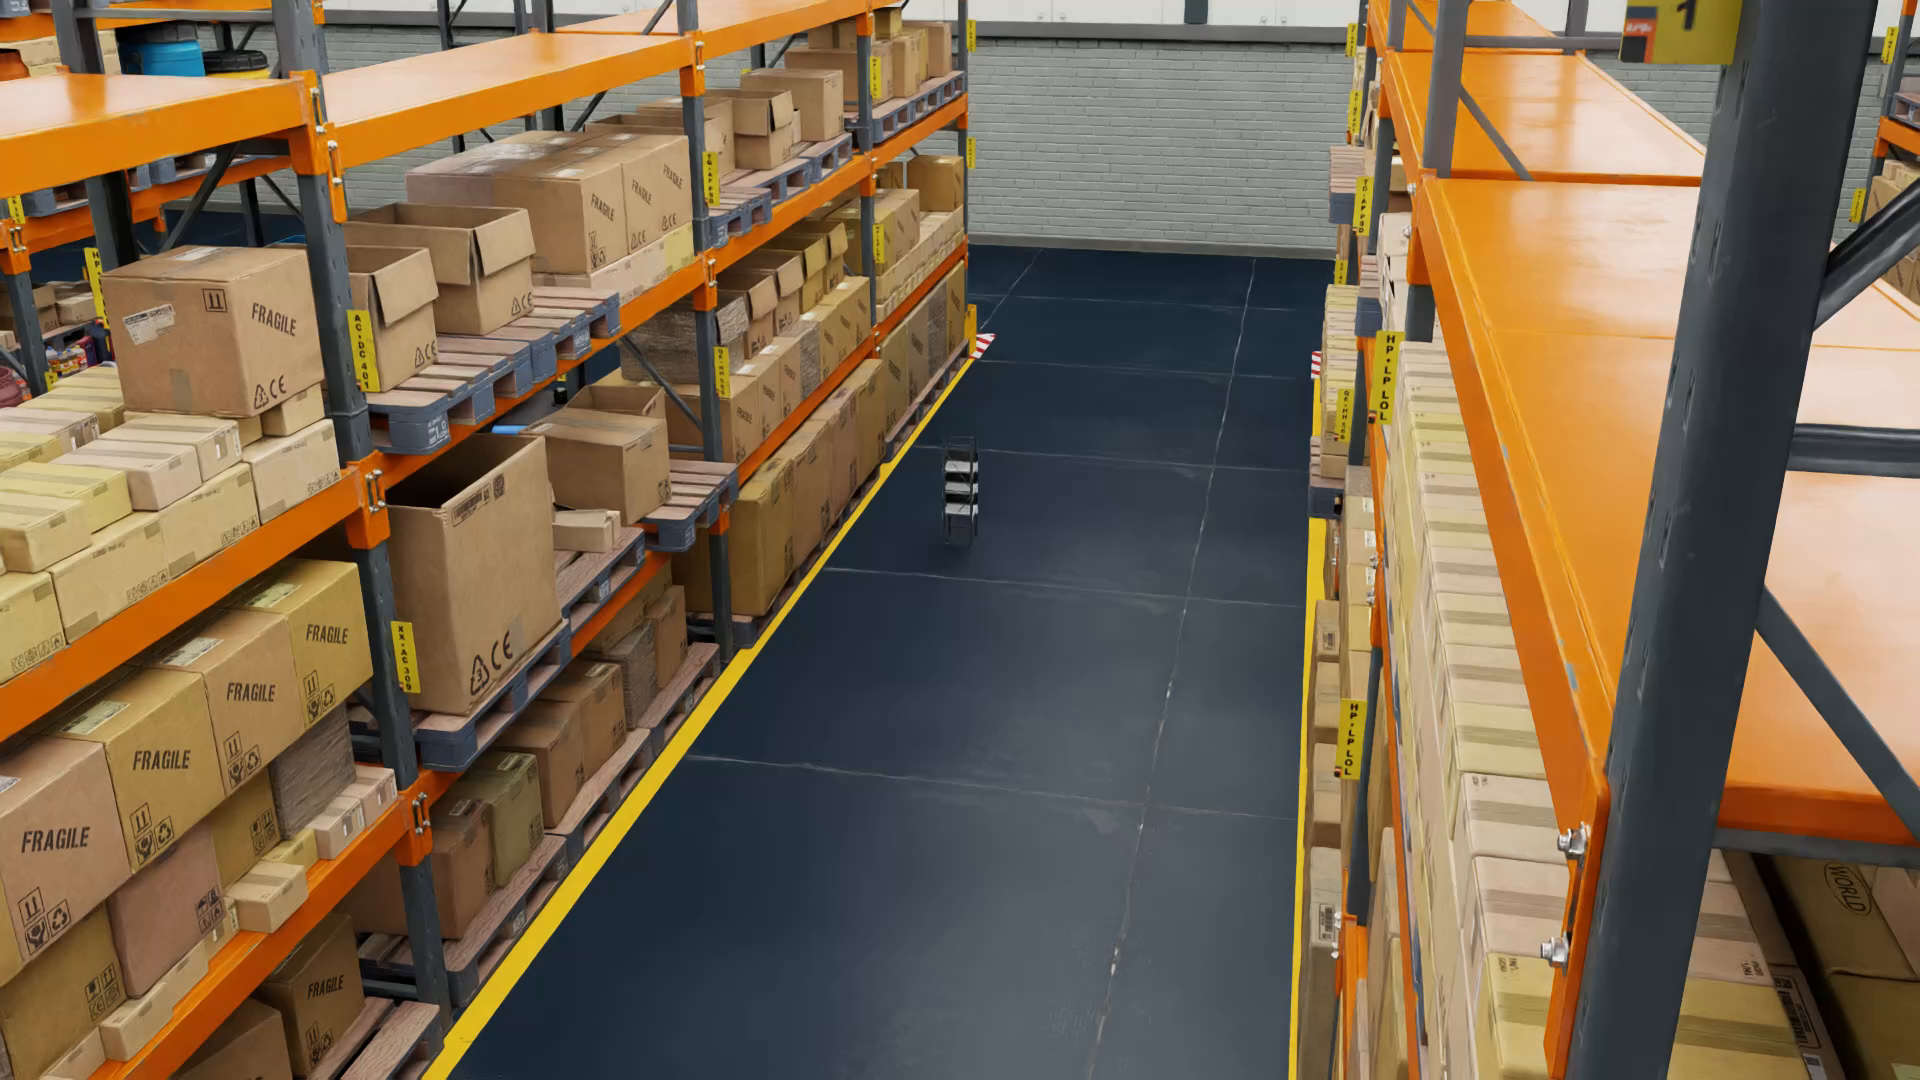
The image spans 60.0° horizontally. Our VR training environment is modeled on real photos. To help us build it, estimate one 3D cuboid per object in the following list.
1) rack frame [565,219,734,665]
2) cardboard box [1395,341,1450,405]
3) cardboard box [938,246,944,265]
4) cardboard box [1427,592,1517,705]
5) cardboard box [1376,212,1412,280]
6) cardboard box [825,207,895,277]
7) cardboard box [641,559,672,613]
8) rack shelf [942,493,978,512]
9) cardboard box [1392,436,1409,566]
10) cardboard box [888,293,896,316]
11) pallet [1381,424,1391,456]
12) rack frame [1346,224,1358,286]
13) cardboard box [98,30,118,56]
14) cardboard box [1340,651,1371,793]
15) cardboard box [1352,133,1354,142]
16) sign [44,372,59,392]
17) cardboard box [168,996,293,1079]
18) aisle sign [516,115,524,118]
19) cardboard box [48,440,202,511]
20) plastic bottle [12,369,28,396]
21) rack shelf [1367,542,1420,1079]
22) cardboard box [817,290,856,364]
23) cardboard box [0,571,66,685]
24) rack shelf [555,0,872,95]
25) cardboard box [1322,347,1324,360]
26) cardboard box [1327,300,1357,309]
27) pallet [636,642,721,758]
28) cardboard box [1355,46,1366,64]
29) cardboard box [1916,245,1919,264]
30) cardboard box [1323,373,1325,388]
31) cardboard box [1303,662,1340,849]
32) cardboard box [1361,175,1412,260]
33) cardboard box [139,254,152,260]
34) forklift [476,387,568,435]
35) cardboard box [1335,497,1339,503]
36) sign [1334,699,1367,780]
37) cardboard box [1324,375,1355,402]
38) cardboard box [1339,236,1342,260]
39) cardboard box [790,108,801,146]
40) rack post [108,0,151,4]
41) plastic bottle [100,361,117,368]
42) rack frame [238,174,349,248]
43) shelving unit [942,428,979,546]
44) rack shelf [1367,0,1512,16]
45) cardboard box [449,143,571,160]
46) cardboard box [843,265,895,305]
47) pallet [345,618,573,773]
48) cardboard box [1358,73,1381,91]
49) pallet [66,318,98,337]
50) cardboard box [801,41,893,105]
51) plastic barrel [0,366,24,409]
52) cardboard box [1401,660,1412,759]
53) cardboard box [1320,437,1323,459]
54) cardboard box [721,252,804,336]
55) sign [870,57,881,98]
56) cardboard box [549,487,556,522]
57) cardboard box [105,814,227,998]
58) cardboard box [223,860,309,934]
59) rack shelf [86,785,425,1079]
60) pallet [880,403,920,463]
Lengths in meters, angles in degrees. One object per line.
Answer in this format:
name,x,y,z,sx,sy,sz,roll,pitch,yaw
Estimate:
rack frame,-2.048,-0.607,10.876,1.000,3.000,0.127,4,22,11
cardboard box,1.563,-0.508,5.187,0.380,0.149,0.250,5,22,11
cardboard box,-0.373,-2.887,16.874,0.380,0.149,0.250,4,22,10
cardboard box,1.151,0.234,3.346,0.380,0.149,0.250,4,22,10
cardboard box,2.424,-1.535,8.589,0.500,0.311,0.500,4,22,11
cardboard box,-0.884,-2.642,14.727,0.500,0.500,0.500,4,22,11
cardboard box,-2.156,0.248,10.506,0.500,0.250,0.500,5,23,13
rack shelf,0.002,-0.306,13.269,0.258,0.077,0.200,4,22,11
cardboard box,1.495,-0.088,4.678,0.500,0.250,0.500,4,22,10
cardboard box,-0.793,-2.132,14.999,0.380,0.149,0.250,4,22,9
pallet,2.109,-0.371,6.530,0.805,0.209,1.217,4,22,9
rack frame,3.603,-1.655,13.478,1.000,3.000,0.127,4,22,11
cardboard box,-9.968,-5.636,18.878,0.500,0.250,0.500,4,22,11
cardboard box,1.918,0.829,7.177,0.500,0.500,0.500,4,22,10
cardboard box,3.655,-3.544,14.354,0.500,0.250,0.500,4,22,10
sign,-6.357,-1.021,11.685,0.100,0.325,0.005,4,22,11
cardboard box,-3.095,2.174,6.755,0.500,0.500,0.500,12,25,28
aisle sign,-4.963,-5.120,18.602,0.394,0.787,0.004,4,22,11
cardboard box,-2.790,-0.218,5.562,0.380,0.149,0.250,4,22,9
plastic bottle,-7.144,-1.198,12.609,0.097,0.201,0.097,0,22,0
rack shelf,1.562,0.945,3.971,1.077,0.370,4.000,4,22,11
cardboard box,-1.168,-1.744,13.565,0.500,0.500,0.500,5,23,13
cardboard box,-3.024,0.280,4.860,0.500,0.250,0.500,5,22,13
rack shelf,-1.640,-3.602,11.780,1.077,0.370,4.000,4,22,11
cardboard box,2.967,-1.431,12.696,0.380,0.149,0.250,5,22,11
cardboard box,2.966,-1.704,12.578,0.380,0.149,0.250,5,22,11
pallet,-2.209,0.972,10.687,1.003,0.211,1.213,4,22,11
cardboard box,3.934,-4.570,15.698,0.380,0.149,0.250,4,22,11
cardboard box,8.612,-2.573,14.285,0.500,0.500,0.500,5,22,11
cardboard box,2.703,-1.095,11.465,0.380,0.149,0.250,5,22,12
cardboard box,2.399,1.193,8.857,1.050,0.750,0.750,5,22,12
cardboard box,2.654,-1.858,9.833,0.500,0.500,0.500,4,22,11
cardboard box,-9.983,-3.116,19.863,0.500,0.500,0.500,4,22,11
forklift,-4.249,-1.420,12.986,3.031,2.935,1.130,1,22,2
cardboard box,2.881,-0.215,11.684,0.500,0.250,0.500,5,22,12
sign,1.437,0.733,6.105,0.100,0.325,0.005,4,22,11
cardboard box,2.545,-0.948,10.700,0.380,0.149,0.250,5,23,13
cardboard box,3.635,-2.409,14.819,0.500,0.500,0.500,4,22,11
cardboard box,-1.544,-3.220,12.907,0.500,0.311,0.500,4,22,9
rack post,-6.369,-4.248,12.556,0.937,0.300,0.954,7,23,17
plastic bottle,-6.398,-1.230,12.588,0.152,0.276,0.135,4,22,11
rack frame,-6.081,-2.447,15.446,1.000,3.000,0.127,4,22,11
shelving unit,0.002,-0.420,13.223,0.258,0.900,0.210,4,22,11
rack shelf,4.011,-4.834,14.308,1.077,0.370,4.000,4,22,11
cardboard box,-2.503,-1.939,9.365,0.500,0.500,0.500,5,22,11
cardboard box,-0.880,-2.290,14.858,0.500,0.250,0.500,4,22,10
pallet,-2.566,0.676,7.946,1.003,0.211,1.213,4,22,11
cardboard box,3.452,-3.719,13.585,0.380,0.149,0.250,4,22,11
pallet,-10.290,-2.676,19.747,1.003,0.211,1.213,4,22,11
cardboard box,-1.017,-4.236,15.042,0.700,0.500,0.500,6,23,14
plastic barrel,-6.695,-0.855,11.309,0.600,0.536,0.708,4,22,11
cardboard box,1.253,0.418,3.955,0.380,0.149,0.250,5,22,12
cardboard box,2.490,-0.576,10.574,0.380,0.149,0.250,4,22,11
cardboard box,-1.617,-1.869,12.532,0.797,0.503,0.637,5,23,13
sign,-0.699,-3.809,13.699,0.100,0.325,0.005,4,22,11
cardboard box,-2.601,-0.028,8.737,0.797,0.503,0.637,7,23,16
cardboard box,-3.157,1.202,5.852,0.875,0.500,0.500,4,22,11
cardboard box,-2.733,1.351,6.351,0.380,0.149,0.250,4,22,11
rack shelf,-3.273,1.921,5.562,1.077,0.370,4.000,4,22,11
pallet,-1.000,-1.048,15.705,1.003,0.211,1.213,4,22,11
